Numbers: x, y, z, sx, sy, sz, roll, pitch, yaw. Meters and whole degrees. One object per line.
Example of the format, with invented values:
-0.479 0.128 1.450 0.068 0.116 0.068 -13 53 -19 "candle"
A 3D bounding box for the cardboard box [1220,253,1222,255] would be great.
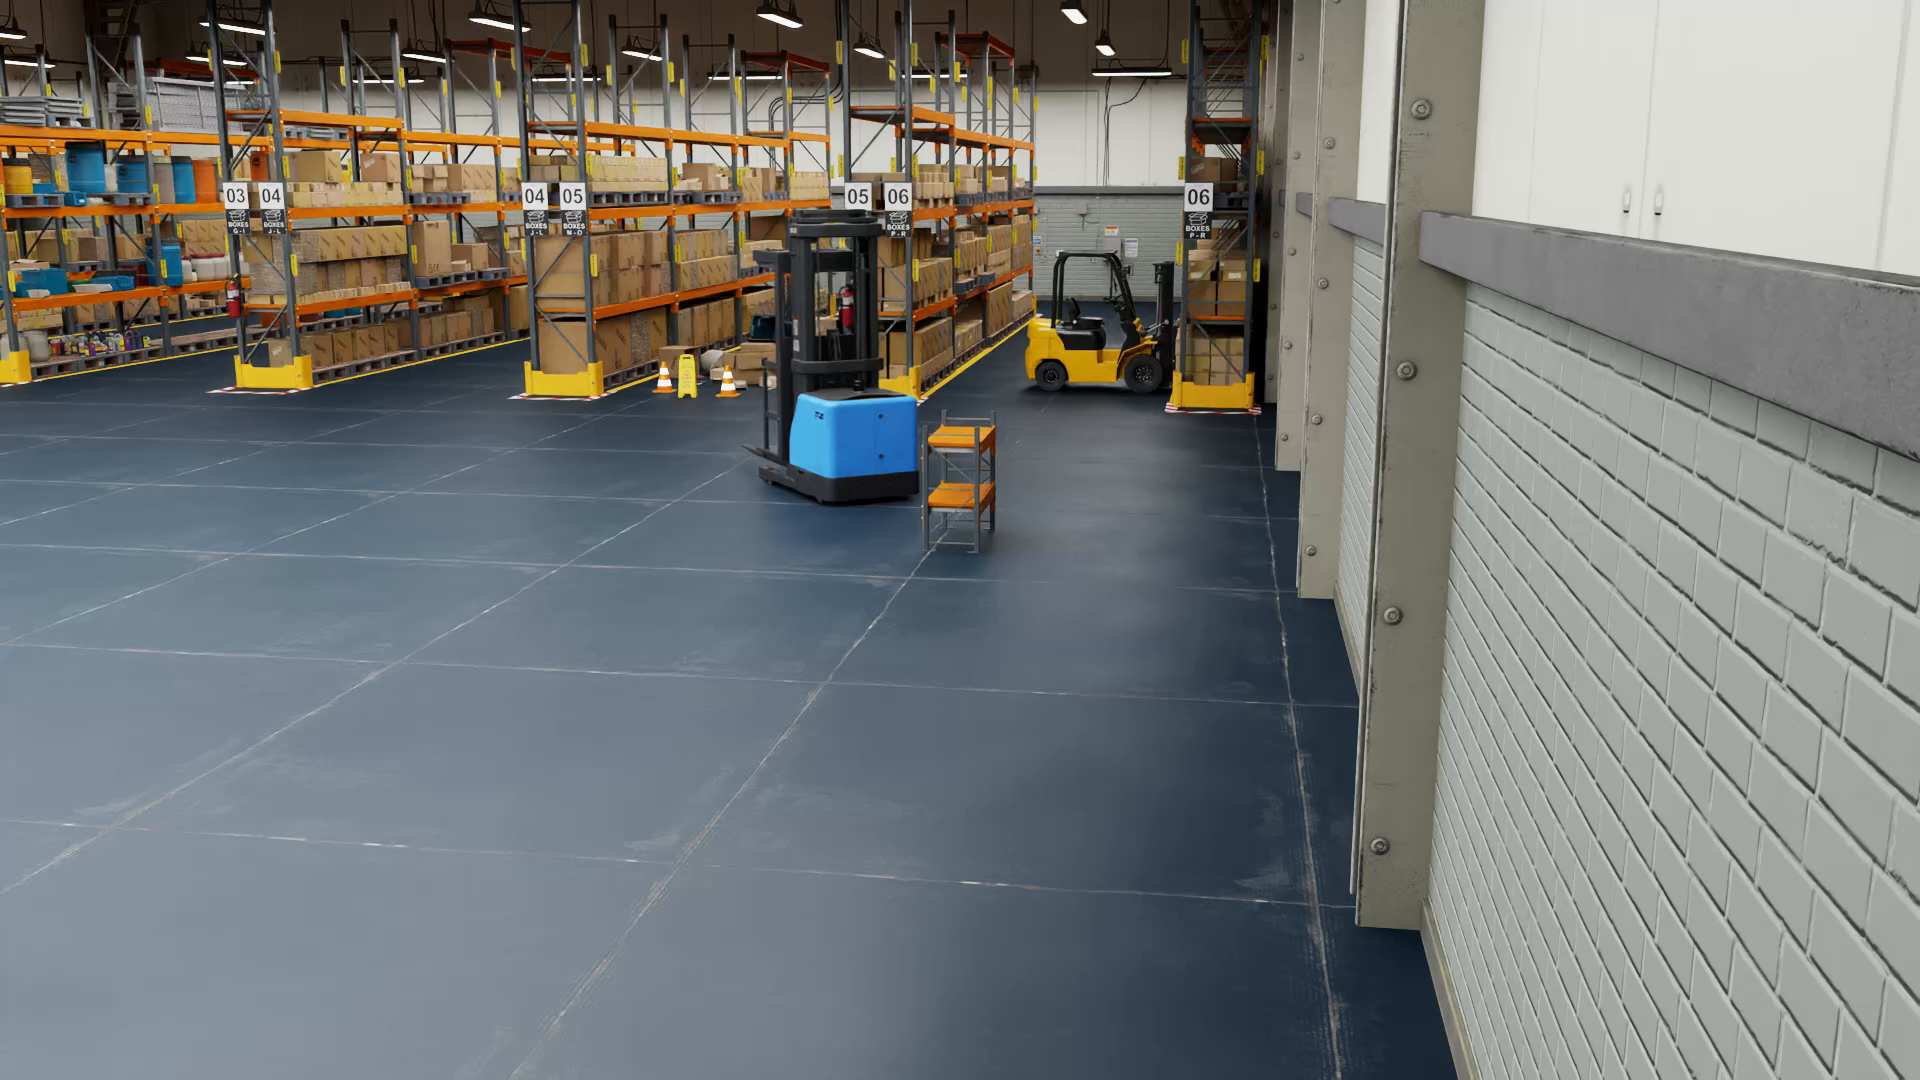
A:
4.867 -5.067 29.863 0.380 0.149 0.250 2 12 10 "cardboard box"

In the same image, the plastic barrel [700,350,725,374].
-4.152 -3.017 28.242 0.421 0.421 0.512 -10 16 -40 "plastic barrel"

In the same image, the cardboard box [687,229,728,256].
-4.957 -5.839 32.613 0.700 0.500 0.500 2 12 8 "cardboard box"

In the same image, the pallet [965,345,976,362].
-0.283 -3.476 30.879 1.003 0.211 1.213 2 12 9 "pallet"

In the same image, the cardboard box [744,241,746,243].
-4.857 -6.422 36.116 0.380 0.149 0.250 2 12 9 "cardboard box"

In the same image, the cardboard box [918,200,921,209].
-0.803 -5.103 25.287 0.380 0.149 0.250 2 12 10 "cardboard box"

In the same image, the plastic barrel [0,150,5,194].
-15.938 -6.058 27.105 0.600 0.830 0.708 2 12 9 "plastic barrel"

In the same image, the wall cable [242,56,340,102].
-19.320 -12.685 48.132 3.097 2.526 0.112 2 12 9 "wall cable"

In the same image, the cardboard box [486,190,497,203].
-9.594 -6.862 33.208 0.500 0.250 0.500 2 12 9 "cardboard box"

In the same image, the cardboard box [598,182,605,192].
-5.700 -5.441 25.619 0.380 0.149 0.250 2 12 9 "cardboard box"

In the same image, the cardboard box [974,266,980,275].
0.172 -5.040 31.115 0.380 0.149 0.250 2 12 10 "cardboard box"

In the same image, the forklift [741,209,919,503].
-1.548 -2.072 17.906 1.130 2.935 3.031 -6 14 -27 "forklift"

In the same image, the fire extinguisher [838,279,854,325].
-1.674 -3.543 24.754 0.296 0.674 0.183 2 12 9 "fire extinguisher"

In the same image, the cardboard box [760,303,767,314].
-4.369 -4.729 35.008 0.500 0.500 0.500 2 12 7 "cardboard box"

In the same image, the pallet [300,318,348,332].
-14.387 -4.792 36.986 1.003 0.211 1.213 2 12 9 "pallet"

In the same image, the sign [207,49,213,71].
-11.539 -7.400 25.633 0.100 0.325 0.005 2 12 9 "sign"

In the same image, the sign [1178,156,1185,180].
3.170 -5.311 23.739 0.100 0.325 0.005 2 12 9 "sign"

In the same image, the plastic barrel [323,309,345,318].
-14.251 -5.489 37.583 0.600 0.901 0.708 2 12 9 "plastic barrel"

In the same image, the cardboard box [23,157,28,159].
-23.301 -9.254 41.290 0.500 0.500 0.500 2 12 9 "cardboard box"

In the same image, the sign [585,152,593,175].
-5.561 -5.642 24.928 0.100 0.325 0.005 2 12 9 "sign"

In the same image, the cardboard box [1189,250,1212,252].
3.977 -4.717 27.535 0.380 0.149 0.250 2 12 10 "cardboard box"

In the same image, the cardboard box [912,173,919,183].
-0.823 -5.494 25.204 0.380 0.149 0.250 2 12 9 "cardboard box"

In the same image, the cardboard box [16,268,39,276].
-19.416 -5.579 34.614 0.380 0.149 0.250 2 12 9 "cardboard box"

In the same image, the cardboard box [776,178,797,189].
-3.952 -7.957 37.101 0.500 0.250 0.500 2 12 11 "cardboard box"

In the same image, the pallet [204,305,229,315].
-18.644 -5.765 41.500 1.003 0.211 1.213 2 12 9 "pallet"

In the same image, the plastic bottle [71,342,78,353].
-15.804 -3.435 29.668 0.097 0.201 0.097 0 12 0 "plastic bottle"

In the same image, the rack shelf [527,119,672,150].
-5.801 -6.531 26.852 1.077 0.370 4.000 2 12 9 "rack shelf"

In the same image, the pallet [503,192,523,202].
-9.717 -7.086 34.338 1.213 0.211 1.003 2 12 11 "pallet"

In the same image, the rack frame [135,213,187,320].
-18.936 -6.731 39.361 1.000 3.000 0.127 2 12 9 "rack frame"

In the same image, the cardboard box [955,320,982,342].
-0.068 -4.059 32.203 0.950 0.372 0.625 1 12 5 "cardboard box"

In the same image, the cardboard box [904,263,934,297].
-0.701 -4.088 26.154 0.500 0.500 0.500 2 12 8 "cardboard box"

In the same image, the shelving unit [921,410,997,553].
0.001 -0.551 15.138 0.538 1.125 1.048 2 12 9 "shelving unit"

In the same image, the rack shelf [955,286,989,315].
-0.279 -4.487 30.659 1.077 0.370 4.000 2 12 9 "rack shelf"

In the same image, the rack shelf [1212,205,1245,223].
4.626 -5.793 29.600 1.077 0.370 4.000 2 12 9 "rack shelf"

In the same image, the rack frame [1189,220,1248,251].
4.319 -4.262 27.908 1.000 3.000 0.127 2 12 9 "rack frame"

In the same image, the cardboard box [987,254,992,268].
0.351 -5.524 32.930 0.500 0.250 0.500 2 12 8 "cardboard box"

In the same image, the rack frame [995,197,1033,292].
1.259 -6.920 40.242 1.000 3.000 0.127 2 12 9 "rack frame"

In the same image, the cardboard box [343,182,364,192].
-10.340 -5.980 28.167 0.380 0.149 0.250 2 12 11 "cardboard box"

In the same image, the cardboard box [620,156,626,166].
-5.546 -6.040 26.508 0.380 0.149 0.250 2 12 8 "cardboard box"

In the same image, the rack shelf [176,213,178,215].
-18.628 -8.262 41.053 1.077 0.370 4.000 2 12 9 "rack shelf"

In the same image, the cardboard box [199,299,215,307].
-18.534 -5.821 40.823 0.380 0.166 0.250 2 12 9 "cardboard box"

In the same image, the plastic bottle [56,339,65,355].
-15.867 -3.403 29.325 0.061 0.283 0.133 2 12 9 "plastic bottle"

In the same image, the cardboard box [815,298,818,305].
-3.592 -5.681 39.556 0.380 0.149 0.250 2 12 9 "cardboard box"

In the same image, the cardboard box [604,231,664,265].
-5.553 -4.969 28.268 0.875 0.550 0.550 2 12 9 "cardboard box"

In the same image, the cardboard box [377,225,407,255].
-10.176 -5.324 29.518 0.500 0.500 0.500 2 12 9 "cardboard box"

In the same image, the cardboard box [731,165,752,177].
-4.464 -7.521 33.854 0.396 0.266 0.258 2 12 9 "cardboard box"

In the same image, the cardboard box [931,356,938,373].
-0.647 -2.830 26.791 0.500 0.250 0.500 3 12 12 "cardboard box"

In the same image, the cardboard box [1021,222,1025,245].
1.210 -7.033 38.153 0.500 0.500 0.500 2 12 8 "cardboard box"

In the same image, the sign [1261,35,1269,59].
4.251 -6.877 23.208 0.100 0.325 0.005 2 12 9 "sign"

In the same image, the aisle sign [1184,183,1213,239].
3.403 -4.696 23.751 0.394 0.787 0.004 2 12 9 "aisle sign"

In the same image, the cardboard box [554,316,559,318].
-9.363 -5.256 36.563 1.225 0.875 0.875 1 12 7 "cardboard box"

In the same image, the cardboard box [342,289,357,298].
-10.388 -4.149 27.977 0.380 0.149 0.250 2 12 9 "cardboard box"
